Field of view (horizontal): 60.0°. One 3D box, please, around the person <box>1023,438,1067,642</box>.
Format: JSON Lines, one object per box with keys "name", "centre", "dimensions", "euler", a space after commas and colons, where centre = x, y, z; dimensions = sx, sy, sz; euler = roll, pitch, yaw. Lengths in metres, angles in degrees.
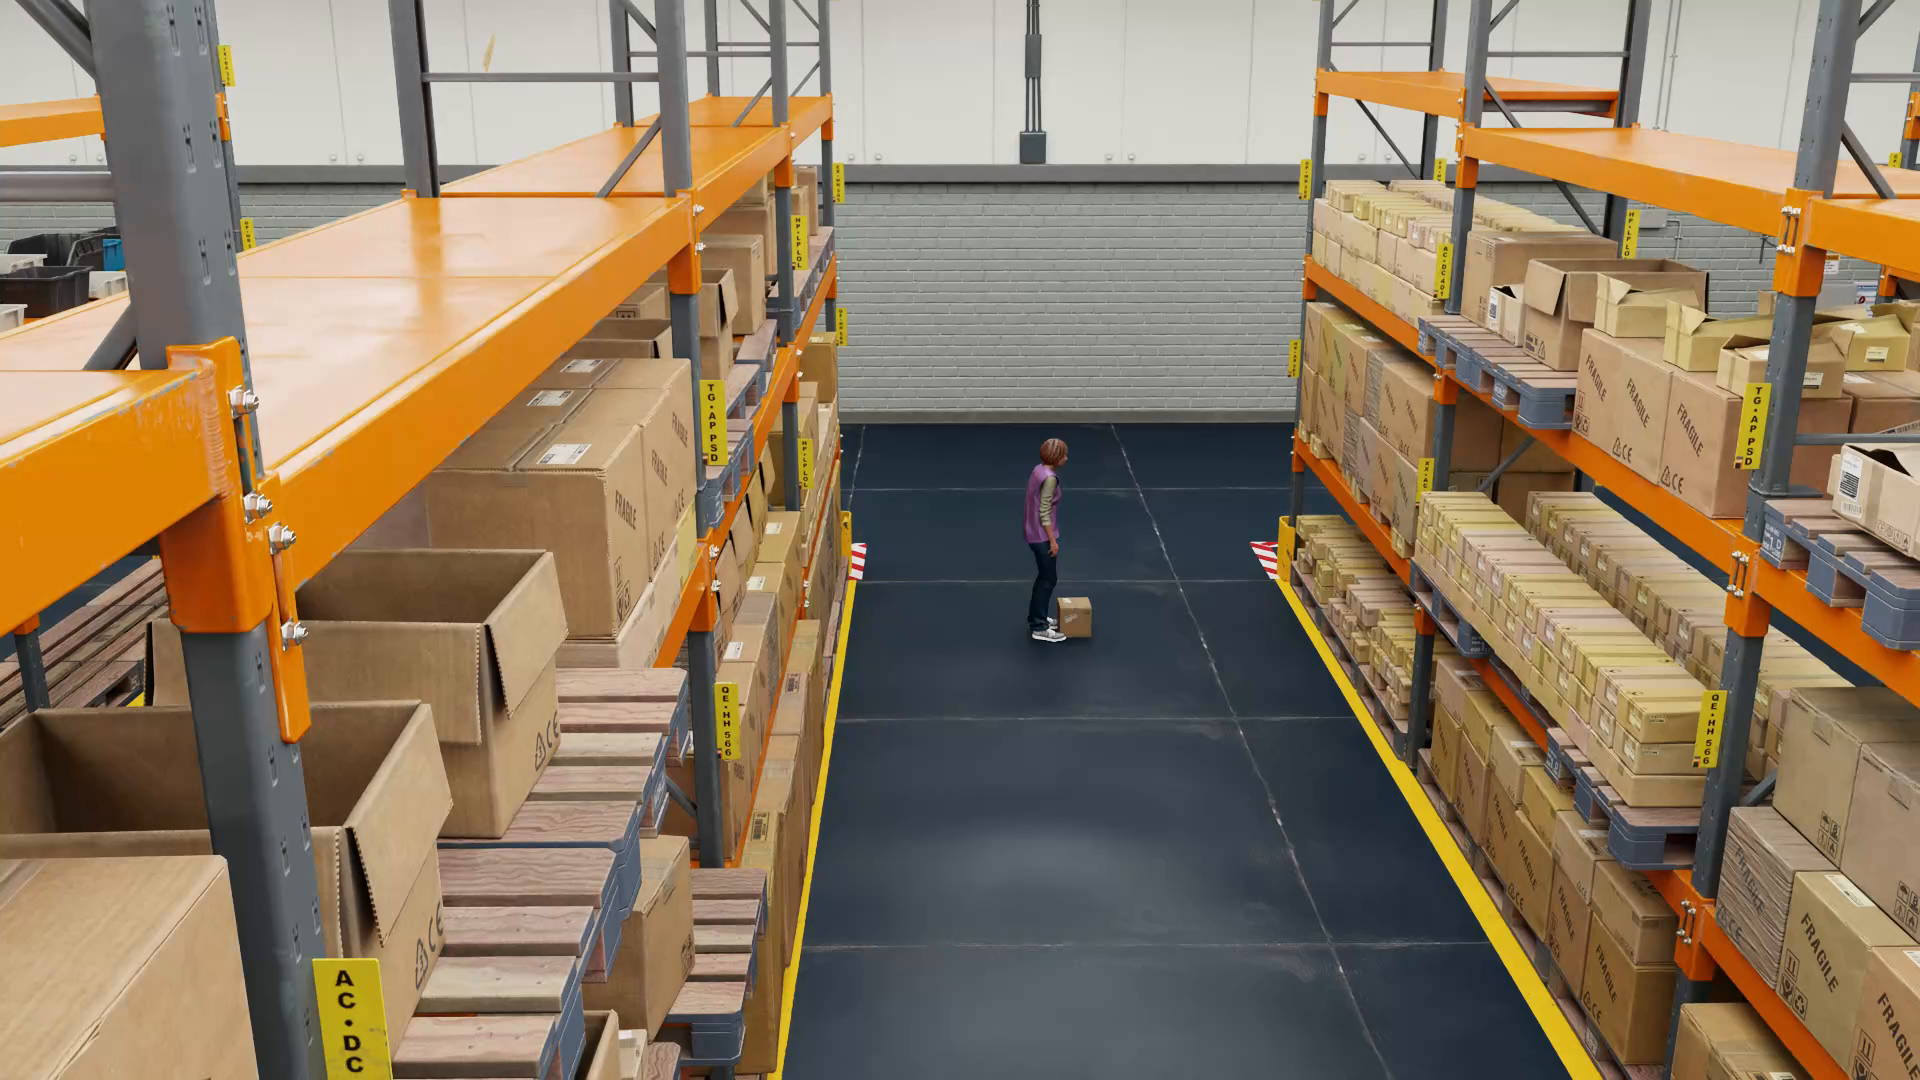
{"name": "person", "centre": [0.671, -0.019, 13.123], "dimensions": [0.340, 1.594, 0.483], "euler": [-1, 17, -3]}
